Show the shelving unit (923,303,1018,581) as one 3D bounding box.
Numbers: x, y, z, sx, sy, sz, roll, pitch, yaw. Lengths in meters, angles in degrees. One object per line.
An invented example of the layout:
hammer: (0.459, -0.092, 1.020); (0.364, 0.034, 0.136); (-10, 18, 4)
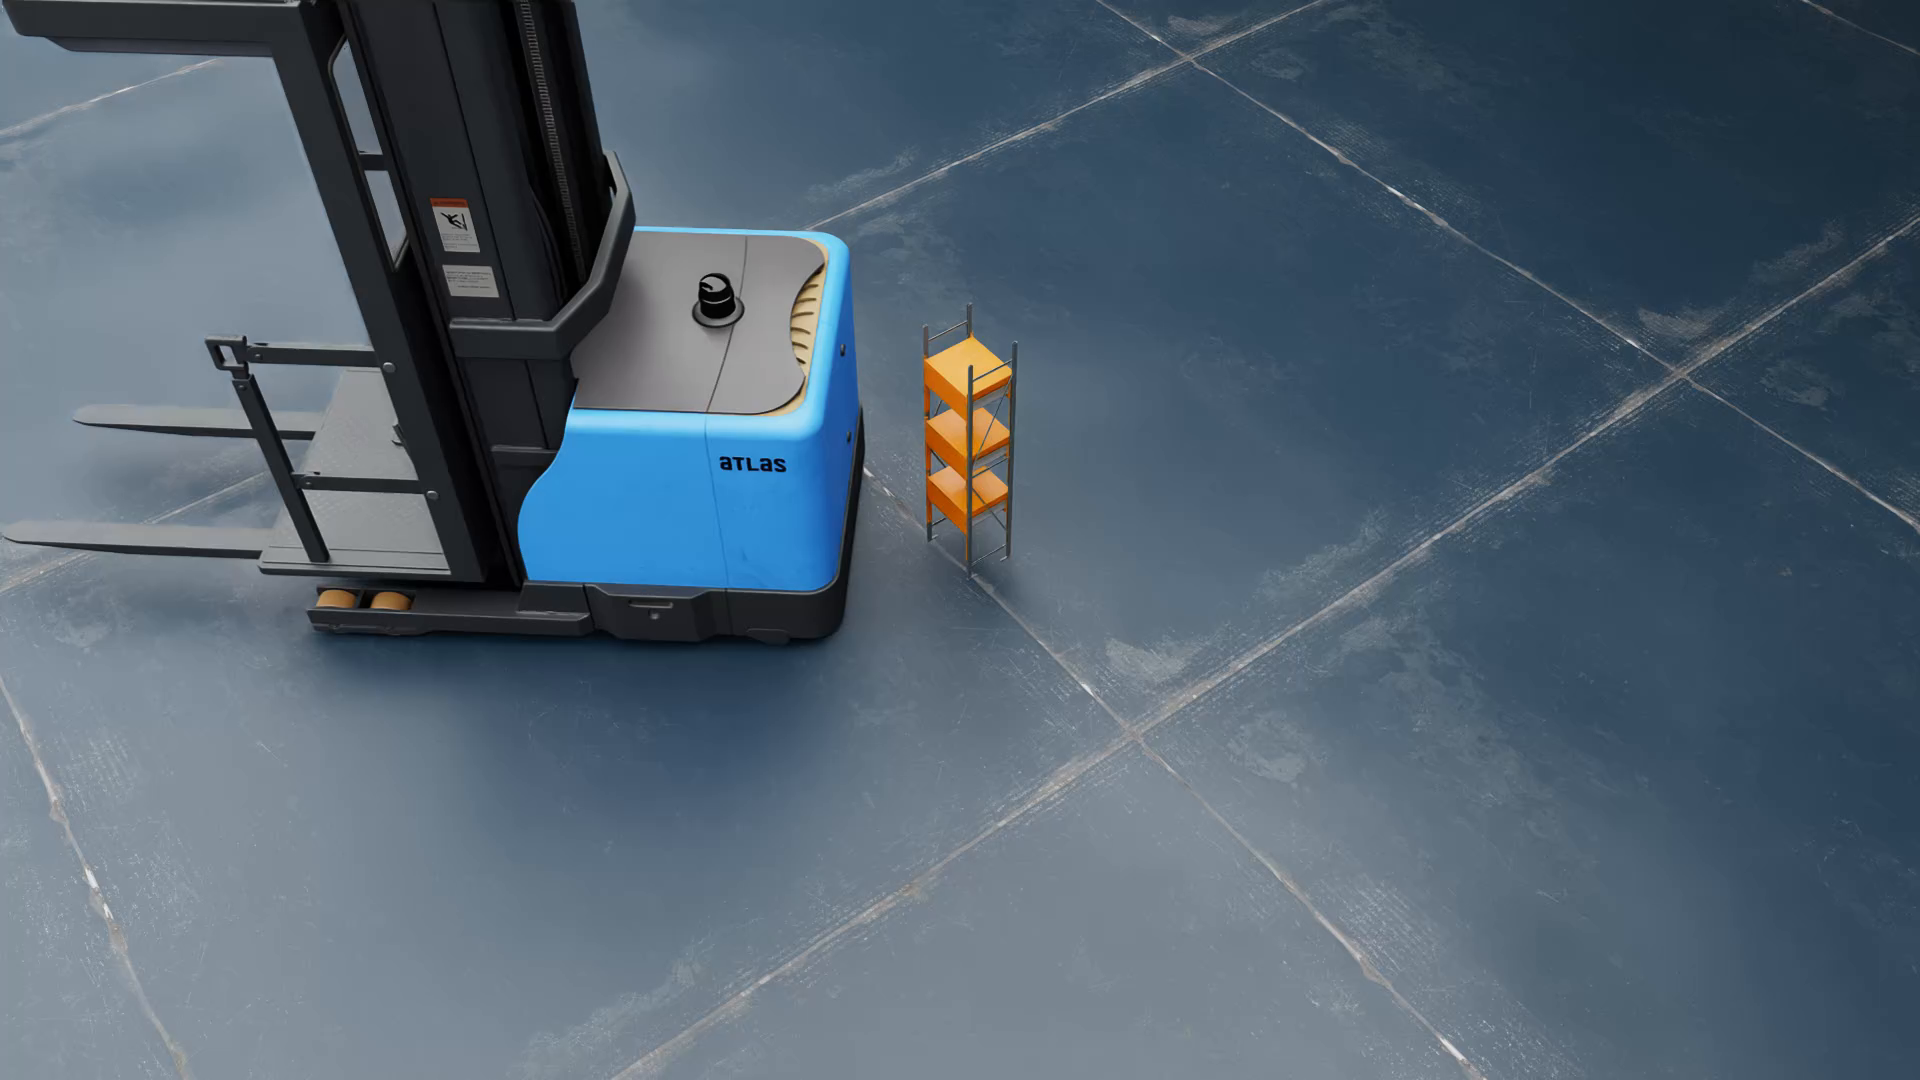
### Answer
shelving unit: (0.032, -0.321, 5.832); (0.215, 1.050, 0.252); (-29, 54, -24)

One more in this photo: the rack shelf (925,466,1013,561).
rack shelf: (0.032, -0.127, 6.046); (0.215, 0.259, 0.240); (-29, 54, -24)

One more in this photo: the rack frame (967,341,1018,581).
rack frame: (0.106, -0.249, 5.767); (0.200, 1.050, 0.008); (-29, 54, -24)

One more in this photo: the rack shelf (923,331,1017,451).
rack shelf: (0.032, -0.505, 5.630); (0.215, 0.259, 0.240); (-29, 54, -24)

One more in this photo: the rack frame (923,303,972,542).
rack frame: (-0.041, -0.393, 5.898); (0.200, 1.050, 0.008); (-29, 54, -24)

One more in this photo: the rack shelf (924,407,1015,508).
rack shelf: (0.032, -0.314, 5.840); (0.215, 0.259, 0.240); (-29, 54, -24)

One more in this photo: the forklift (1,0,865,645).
forklift: (-1.904, -1.033, 5.209); (3.031, 2.935, 1.130); (2, 48, 2)
